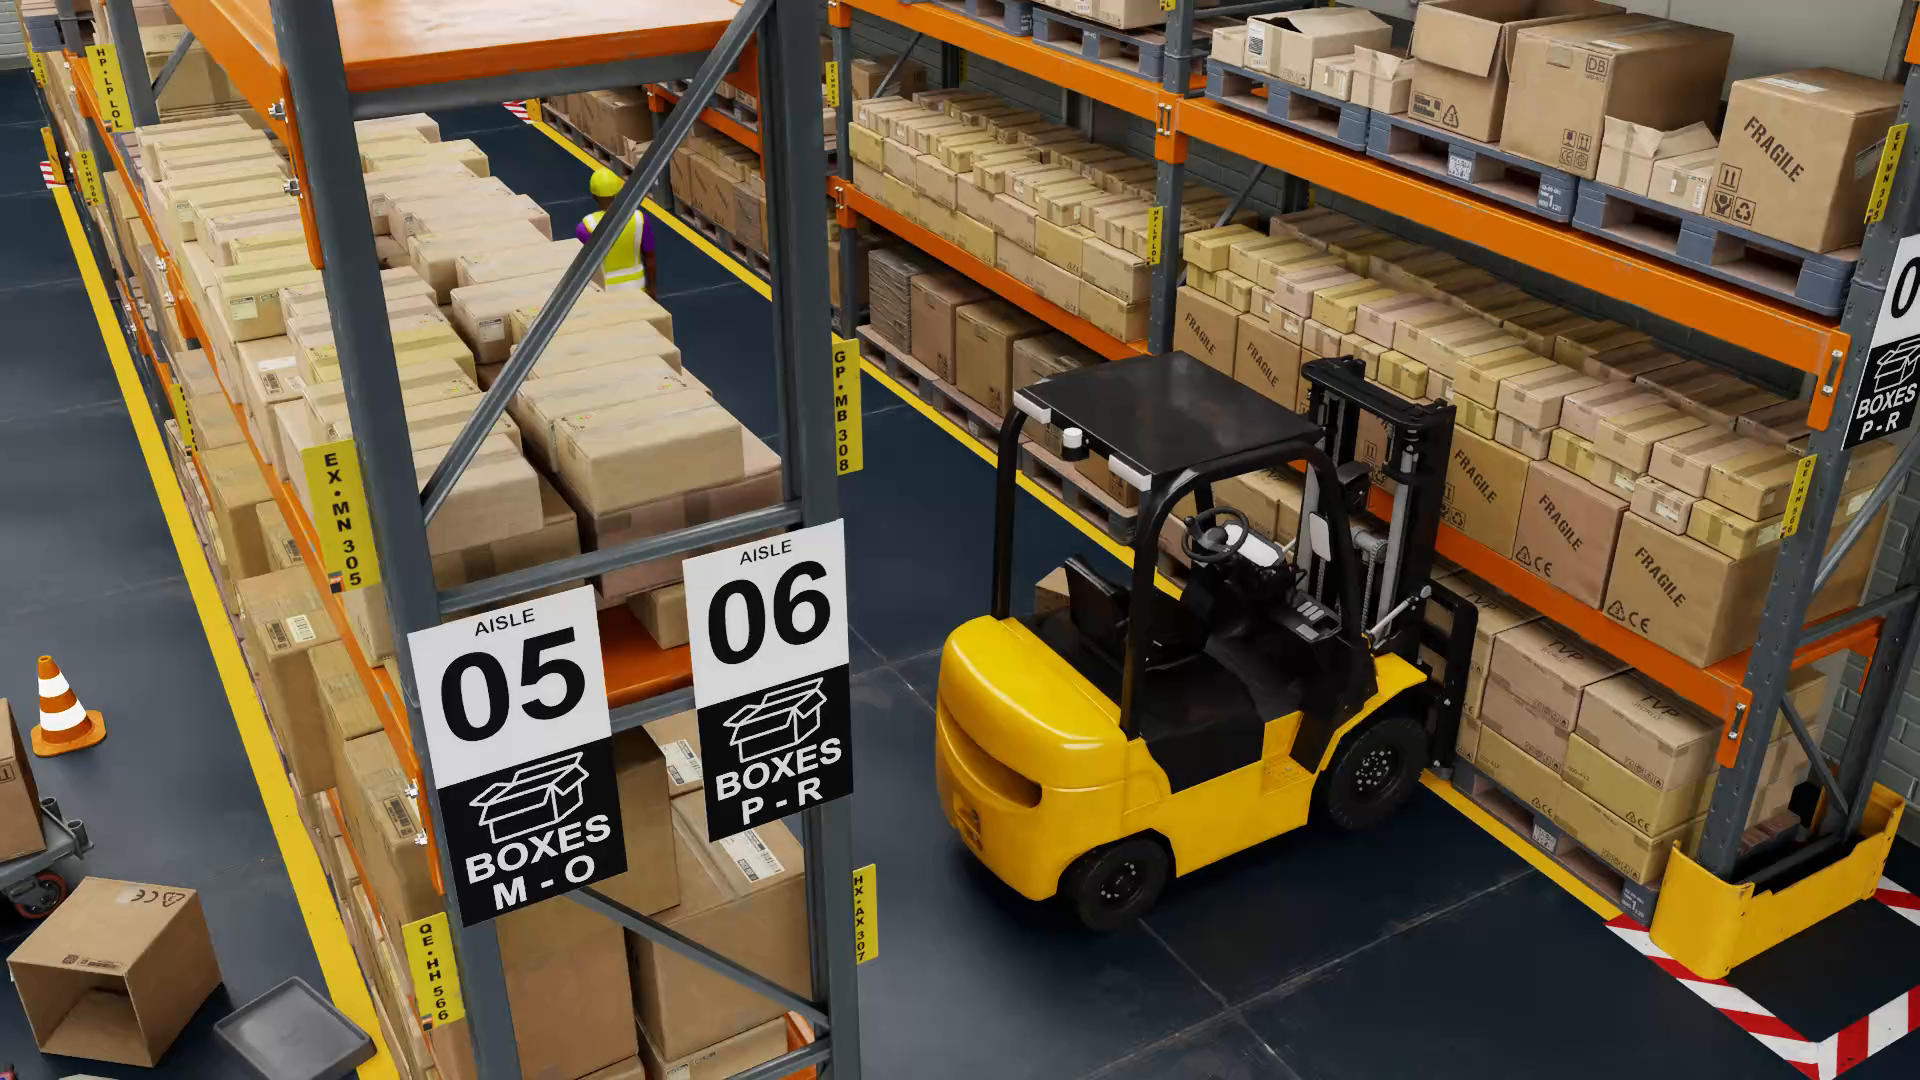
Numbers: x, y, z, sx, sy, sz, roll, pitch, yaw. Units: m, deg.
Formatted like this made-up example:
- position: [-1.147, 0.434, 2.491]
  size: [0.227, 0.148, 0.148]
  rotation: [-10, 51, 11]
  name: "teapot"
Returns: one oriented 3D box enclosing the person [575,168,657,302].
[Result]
- position: [-2.442, -1.759, 11.706]
  size: [0.565, 1.784, 0.456]
  rotation: [-18, 34, -30]
  name: "person"
